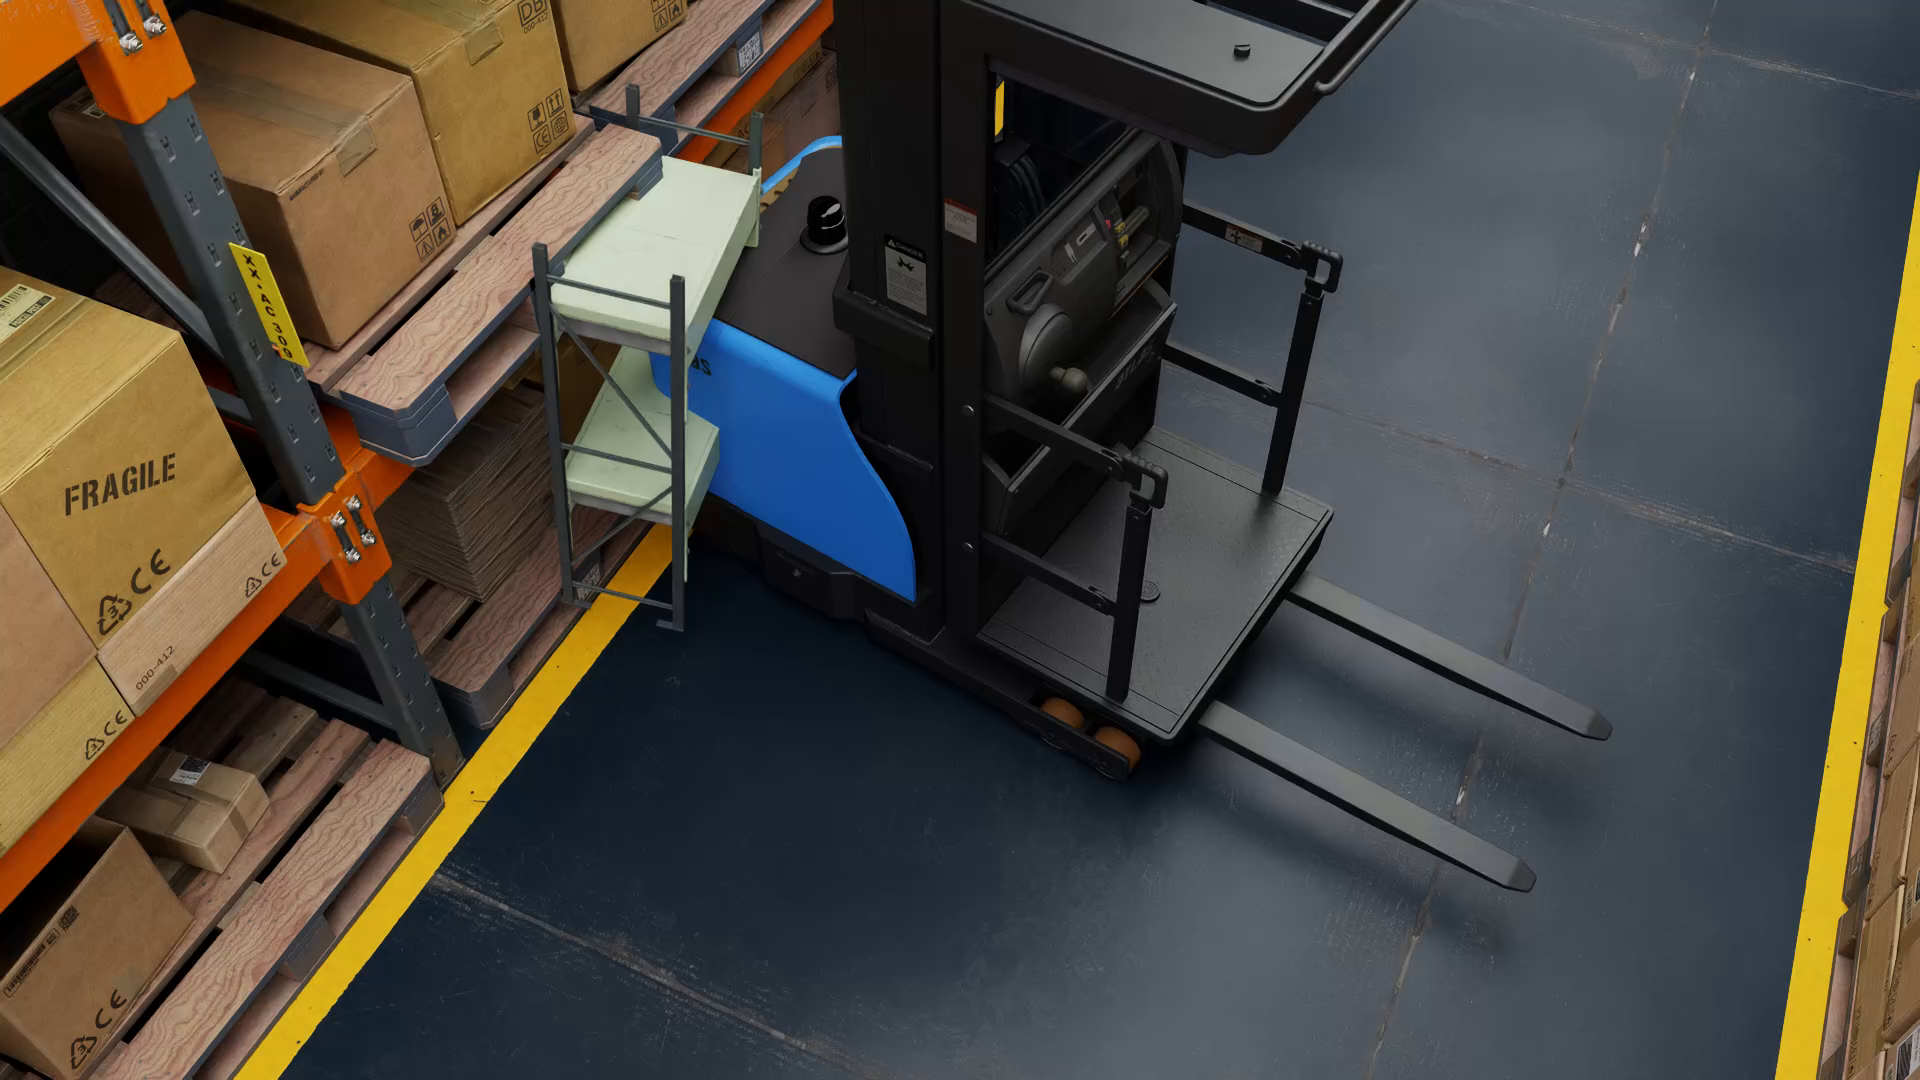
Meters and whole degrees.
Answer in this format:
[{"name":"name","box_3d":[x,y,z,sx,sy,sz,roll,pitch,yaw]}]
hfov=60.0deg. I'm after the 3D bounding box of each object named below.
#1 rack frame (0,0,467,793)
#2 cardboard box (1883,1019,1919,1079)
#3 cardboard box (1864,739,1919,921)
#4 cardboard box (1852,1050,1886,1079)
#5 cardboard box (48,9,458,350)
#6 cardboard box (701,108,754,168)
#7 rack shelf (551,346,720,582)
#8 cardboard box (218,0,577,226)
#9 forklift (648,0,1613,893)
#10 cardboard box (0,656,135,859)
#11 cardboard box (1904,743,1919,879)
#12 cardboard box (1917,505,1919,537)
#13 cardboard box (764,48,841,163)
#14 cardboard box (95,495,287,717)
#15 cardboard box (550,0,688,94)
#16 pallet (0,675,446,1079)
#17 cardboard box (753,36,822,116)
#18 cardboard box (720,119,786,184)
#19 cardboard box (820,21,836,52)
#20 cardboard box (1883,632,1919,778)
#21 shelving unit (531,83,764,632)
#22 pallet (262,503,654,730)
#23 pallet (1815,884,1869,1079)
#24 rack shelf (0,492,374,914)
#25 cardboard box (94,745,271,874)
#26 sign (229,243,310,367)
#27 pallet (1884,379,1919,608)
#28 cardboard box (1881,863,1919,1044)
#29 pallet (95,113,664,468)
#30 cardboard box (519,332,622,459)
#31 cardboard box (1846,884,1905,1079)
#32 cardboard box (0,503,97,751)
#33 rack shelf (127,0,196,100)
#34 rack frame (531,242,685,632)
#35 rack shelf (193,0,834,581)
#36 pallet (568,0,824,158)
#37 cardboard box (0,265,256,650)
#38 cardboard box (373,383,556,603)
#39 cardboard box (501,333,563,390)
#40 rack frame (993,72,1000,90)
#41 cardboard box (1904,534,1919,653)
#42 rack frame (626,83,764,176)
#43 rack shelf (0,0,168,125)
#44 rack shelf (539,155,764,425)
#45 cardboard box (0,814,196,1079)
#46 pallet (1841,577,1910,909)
[{"name":"rack frame","box_3d":[-2.009,-0.403,4.123,1.000,3.000,0.127,20,52,16]},{"name":"cardboard box","box_3d":[2.385,1.408,3.744,0.500,0.311,0.500,20,52,16]},{"name":"cardboard box","box_3d":[2.822,0.882,4.560,0.500,0.250,0.500,21,53,17]},{"name":"cardboard box","box_3d":[2.386,1.582,3.964,0.500,0.250,0.500,19,52,16]},{"name":"cardboard box","box_3d":[-1.761,-0.917,4.206,0.700,0.500,0.500,20,52,16]},{"name":"cardboard box","box_3d":[-1.076,-1.492,5.910,0.500,0.250,0.500,20,52,16]},{"name":"rack shelf","box_3d":[-0.962,-0.295,5.306,0.431,0.370,0.720,13,50,2]},{"name":"cardboard box","box_3d":[-1.516,-1.299,4.532,0.700,0.500,0.500,25,54,20]},{"name":"forklift","box_3d":[0.518,-0.682,4.406,3.031,2.935,1.130,27,55,21]},{"name":"cardboard box","box_3d":[-2.158,0.405,3.521,0.500,0.250,0.500,20,52,16]},{"name":"cardboard box","box_3d":[2.817,0.704,4.342,0.500,0.311,0.500,20,52,16]},{"name":"cardboard box","box_3d":[3.477,-0.181,5.464,0.500,0.250,0.500,18,52,15]},{"name":"cardboard box","box_3d":[-0.886,-1.660,6.545,0.700,0.500,0.500,20,52,16]},{"name":"cardboard box","box_3d":[-1.937,0.064,3.811,0.500,0.250,0.500,20,52,16]},{"name":"cardboard box","box_3d":[-1.263,-1.763,4.926,0.700,0.500,0.500,27,55,21]},{"name":"pallet","box_3d":[-2.264,0.975,4.782,1.003,0.211,1.213,20,52,16]},{"name":"cardboard box","box_3d":[-0.861,-1.848,6.213,0.500,0.250,0.500,21,53,17]},{"name":"cardboard box","box_3d":[-1.073,-1.309,6.246,0.700,0.500,0.500,20,52,16]},{"name":"cardboard box","box_3d":[-0.561,-1.977,6.815,0.700,0.500,0.500,20,53,17]},{"name":"cardboard box","box_3d":[3.041,0.532,4.858,0.500,0.250,0.500,21,53,17]},{"name":"shelving unit","box_3d":[-0.921,-0.503,5.058,0.431,1.500,0.755,13,50,2]},{"name":"pallet","box_3d":[-1.678,-0.036,5.642,1.003,0.211,1.213,20,52,16]},{"name":"pallet","box_3d":[2.751,1.590,4.258,1.003,0.211,1.213,20,52,16]},{"name":"rack shelf","box_3d":[-2.864,1.208,3.225,1.077,0.370,4.000,20,52,16]},{"name":"cardboard box","box_3d":[-2.211,0.751,4.713,0.380,0.166,0.250,14,51,11]},{"name":"sign","box_3d":[-1.515,-0.512,3.648,0.100,0.325,0.005,20,52,16]},{"name":"pallet","box_3d":[3.793,-0.090,5.688,1.003,0.211,1.213,20,52,16]},{"name":"cardboard box","box_3d":[2.602,1.047,4.051,0.500,0.311,0.500,21,53,17]},{"name":"pallet","box_3d":[-1.551,-0.819,4.604,1.003,0.211,1.213,20,52,16]},{"name":"cardboard box","box_3d":[-1.534,-0.620,5.660,0.700,0.500,0.500,19,52,15]},{"name":"cardboard box","box_3d":[2.604,1.234,4.260,0.500,0.250,0.500,19,52,16]},{"name":"cardboard box","box_3d":[-2.139,0.168,3.230,0.500,0.500,0.500,20,52,16]},{"name":"rack shelf","box_3d":[-1.155,-2.519,4.427,1.077,0.370,4.000,20,52,16]},{"name":"rack frame","box_3d":[-0.994,-0.234,4.821,0.400,1.500,0.023,13,50,2]},{"name":"rack shelf","box_3d":[-1.155,-1.547,5.569,1.077,0.370,4.000,20,52,16]},{"name":"pallet","box_3d":[-1.109,-1.718,5.369,1.003,0.211,1.213,20,52,16]},{"name":"cardboard box","box_3d":[-1.931,-0.177,3.524,0.500,0.500,0.500,20,52,16]},{"name":"cardboard box","box_3d":[-1.710,-0.247,5.343,0.700,0.500,0.500,21,53,17]},{"name":"cardboard box","box_3d":[-1.525,-0.795,5.317,0.500,0.250,0.500,19,52,15]},{"name":"rack frame","box_3d":[-0.300,-3.157,6.467,1.000,3.000,0.127,20,52,16]},{"name":"cardboard box","box_3d":[3.260,0.179,5.158,0.500,0.250,0.500,19,52,15]},{"name":"rack frame","box_3d":[-0.849,-0.772,5.295,0.400,1.500,0.023,13,50,2]},{"name":"rack shelf","box_3d":[-2.864,0.236,2.083,1.077,0.370,4.000,20,52,16]},{"name":"rack shelf","box_3d":[-0.872,-0.751,4.761,0.431,0.370,0.720,13,50,2]},{"name":"cardboard box","box_3d":[-2.416,0.993,4.288,0.500,0.500,0.500,16,52,13]},{"name":"pallet","box_3d":[3.271,0.747,4.976,1.003,0.211,1.213,20,52,16]}]
